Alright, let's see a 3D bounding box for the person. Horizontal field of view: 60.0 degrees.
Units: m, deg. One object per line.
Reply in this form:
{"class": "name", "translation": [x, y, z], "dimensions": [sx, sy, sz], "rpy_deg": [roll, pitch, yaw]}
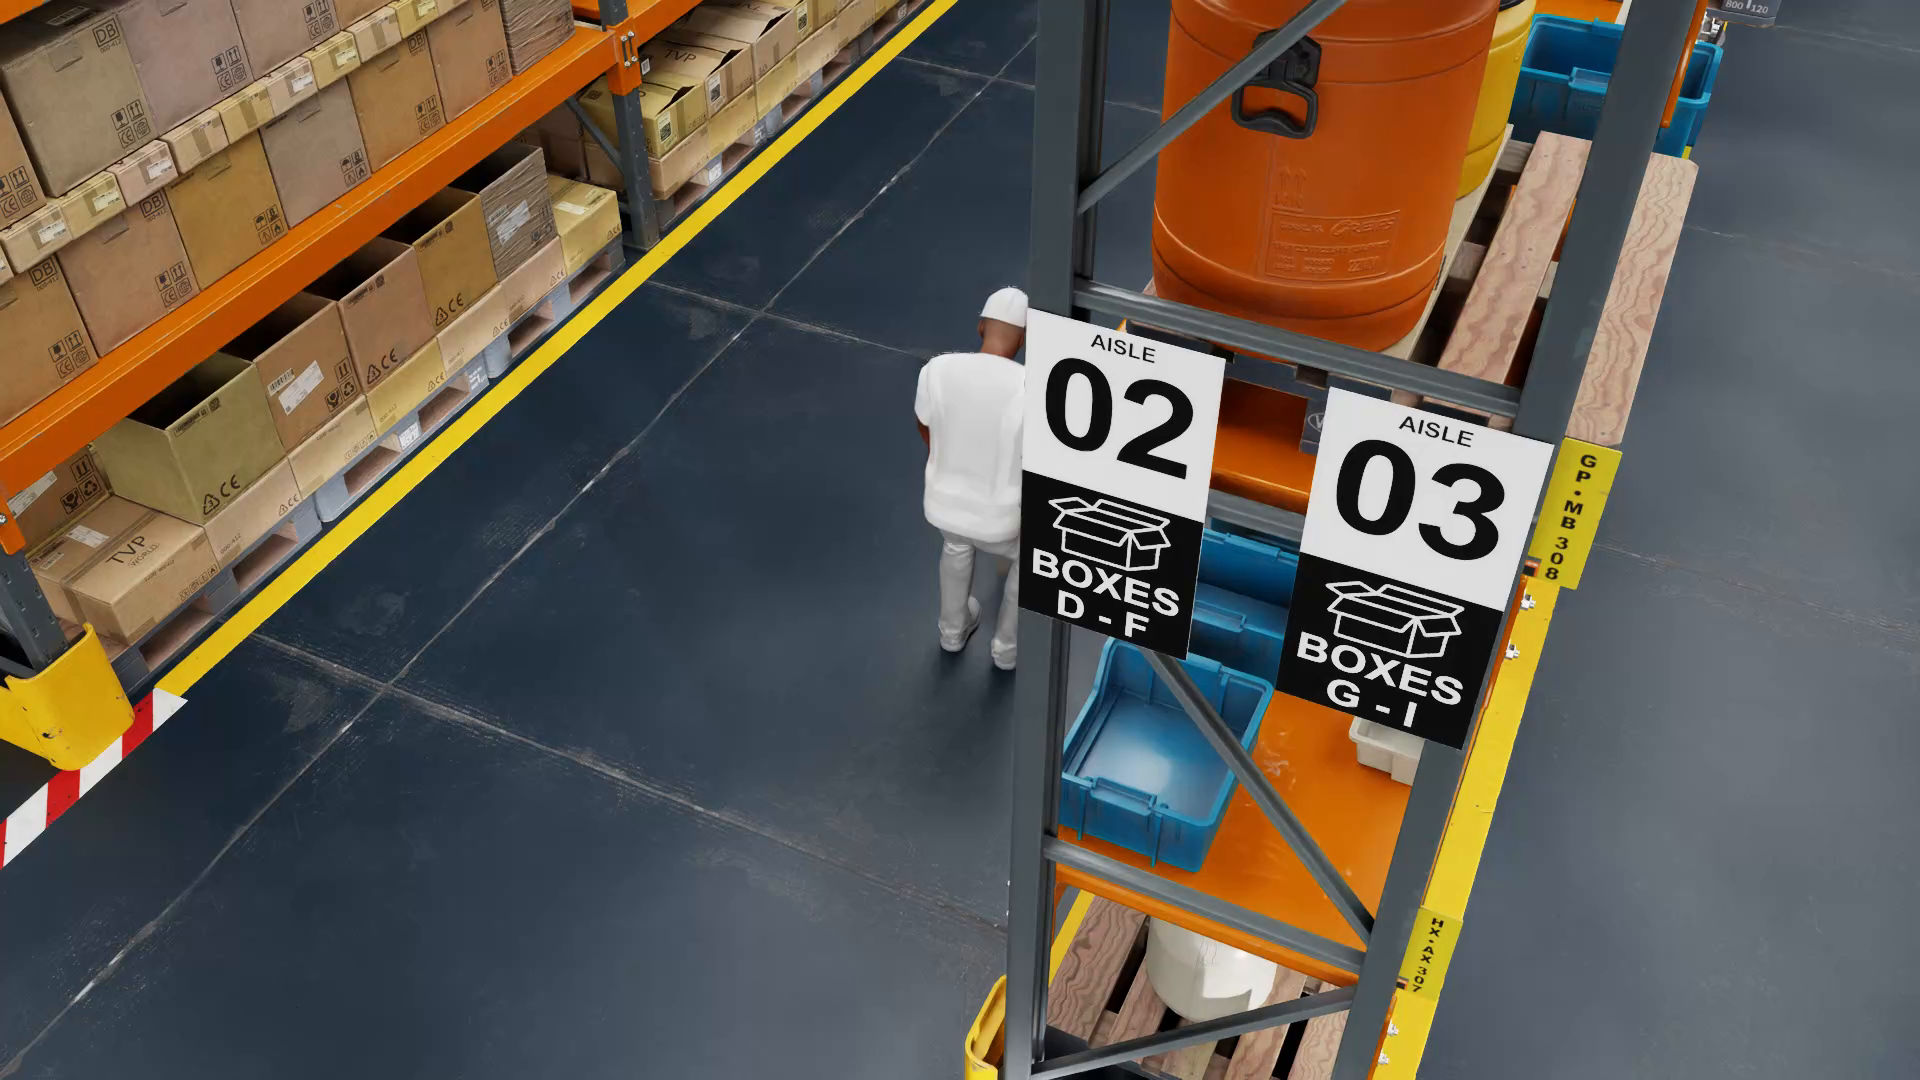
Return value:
{"class": "person", "translation": [0.103, -0.212, 6.512], "dimensions": [0.620, 1.591, 0.622], "rpy_deg": [18, 45, 19]}
